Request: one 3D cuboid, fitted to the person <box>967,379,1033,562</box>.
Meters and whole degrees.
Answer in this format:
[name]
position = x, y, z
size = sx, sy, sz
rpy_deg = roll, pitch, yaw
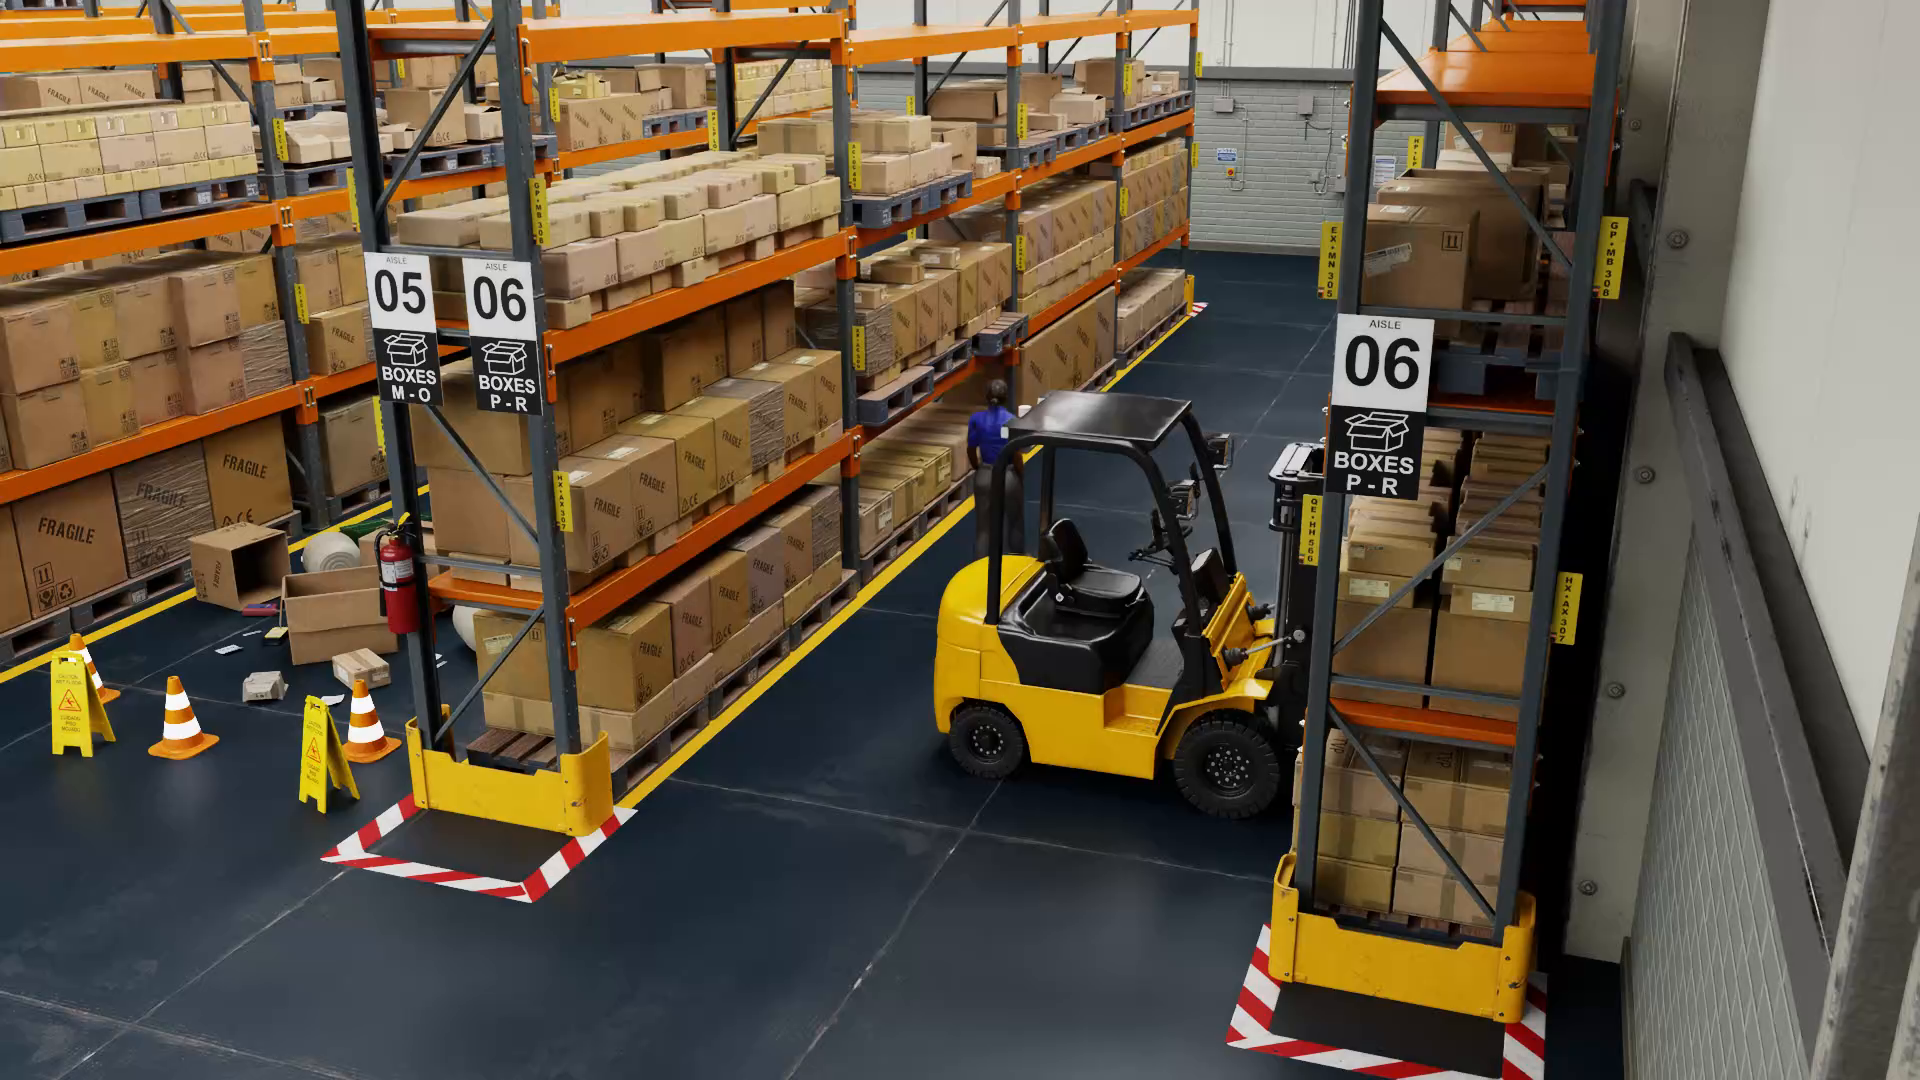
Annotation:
[person]
position = 0.297, -0.461, 12.910
size = 0.472, 1.635, 0.788
rpy_deg = 6, 20, 17
